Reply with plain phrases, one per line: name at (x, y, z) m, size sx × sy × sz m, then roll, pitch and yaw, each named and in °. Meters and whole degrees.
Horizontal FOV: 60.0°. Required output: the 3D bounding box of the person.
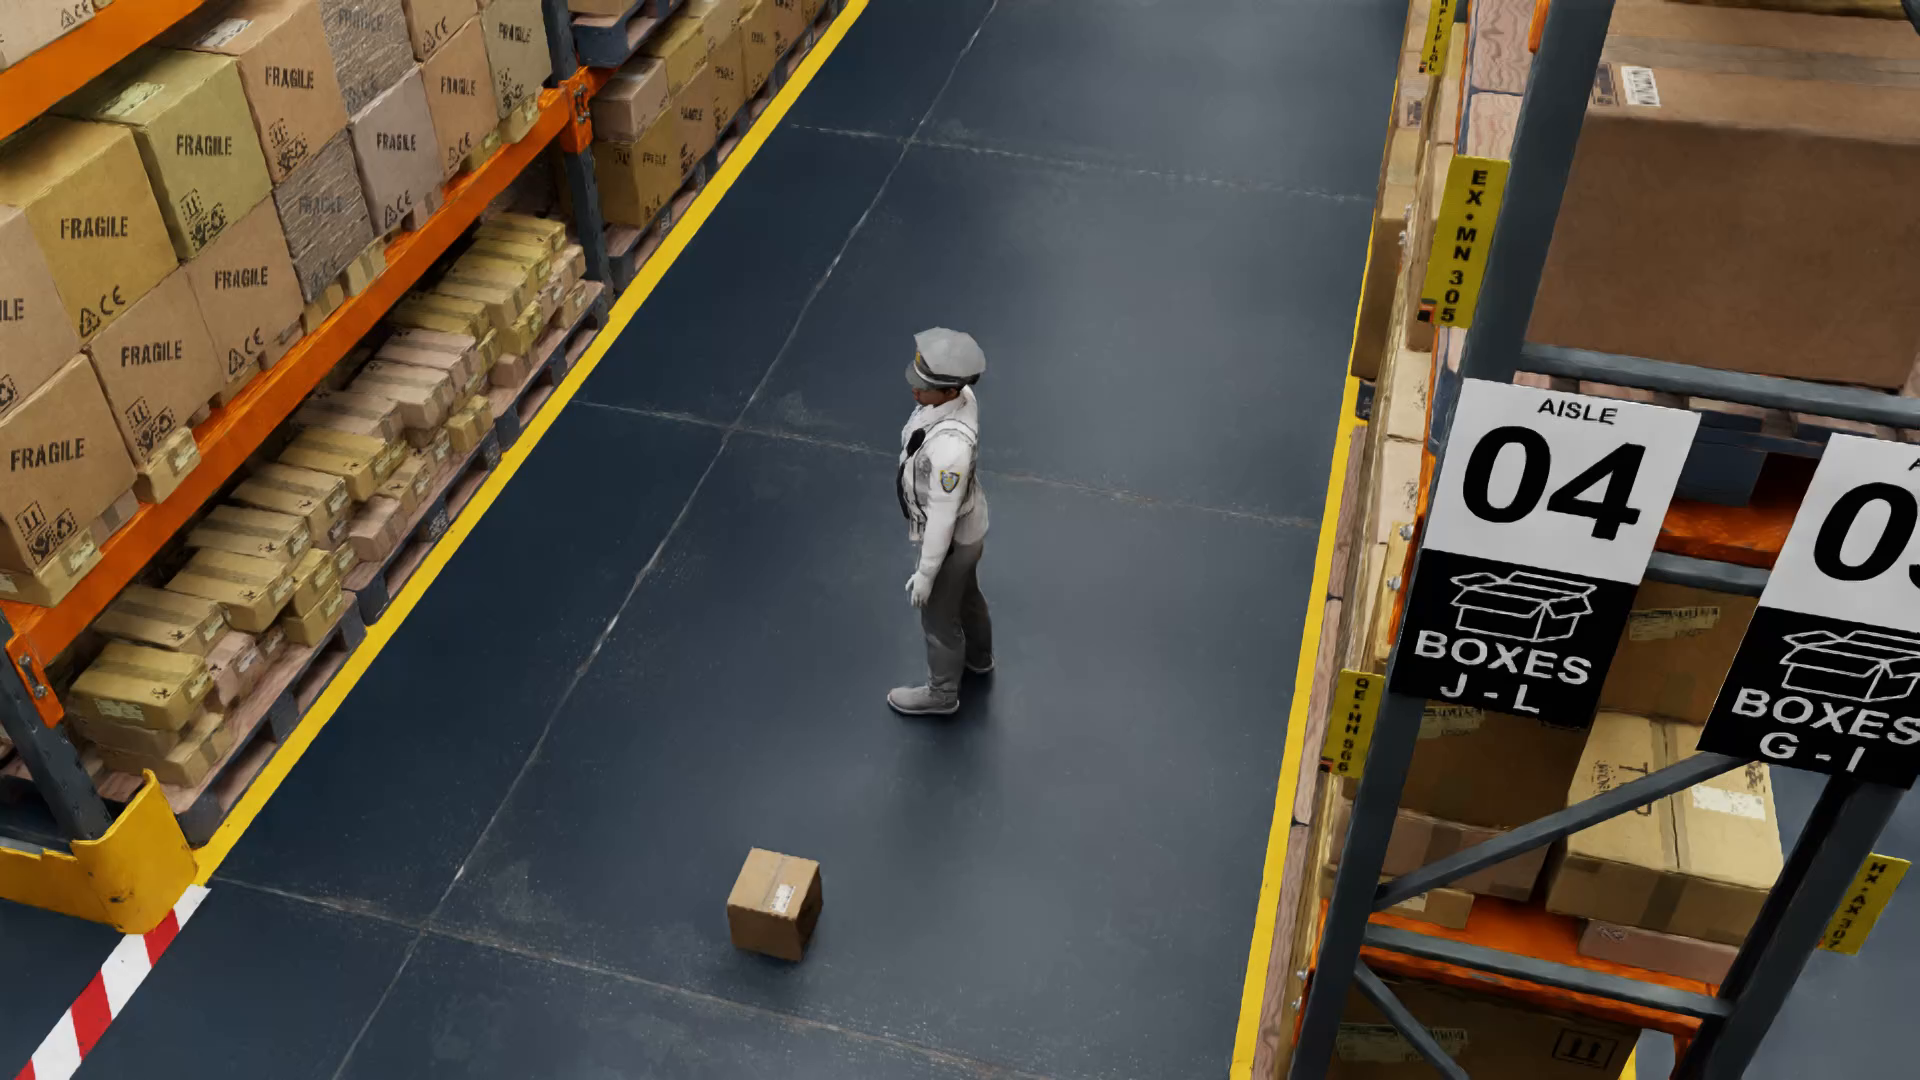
person at (-0.076, -0.025, 6.145) m, size 0.419 × 1.684 × 0.596 m, roll 1°, pitch 41°, yaw 2°
